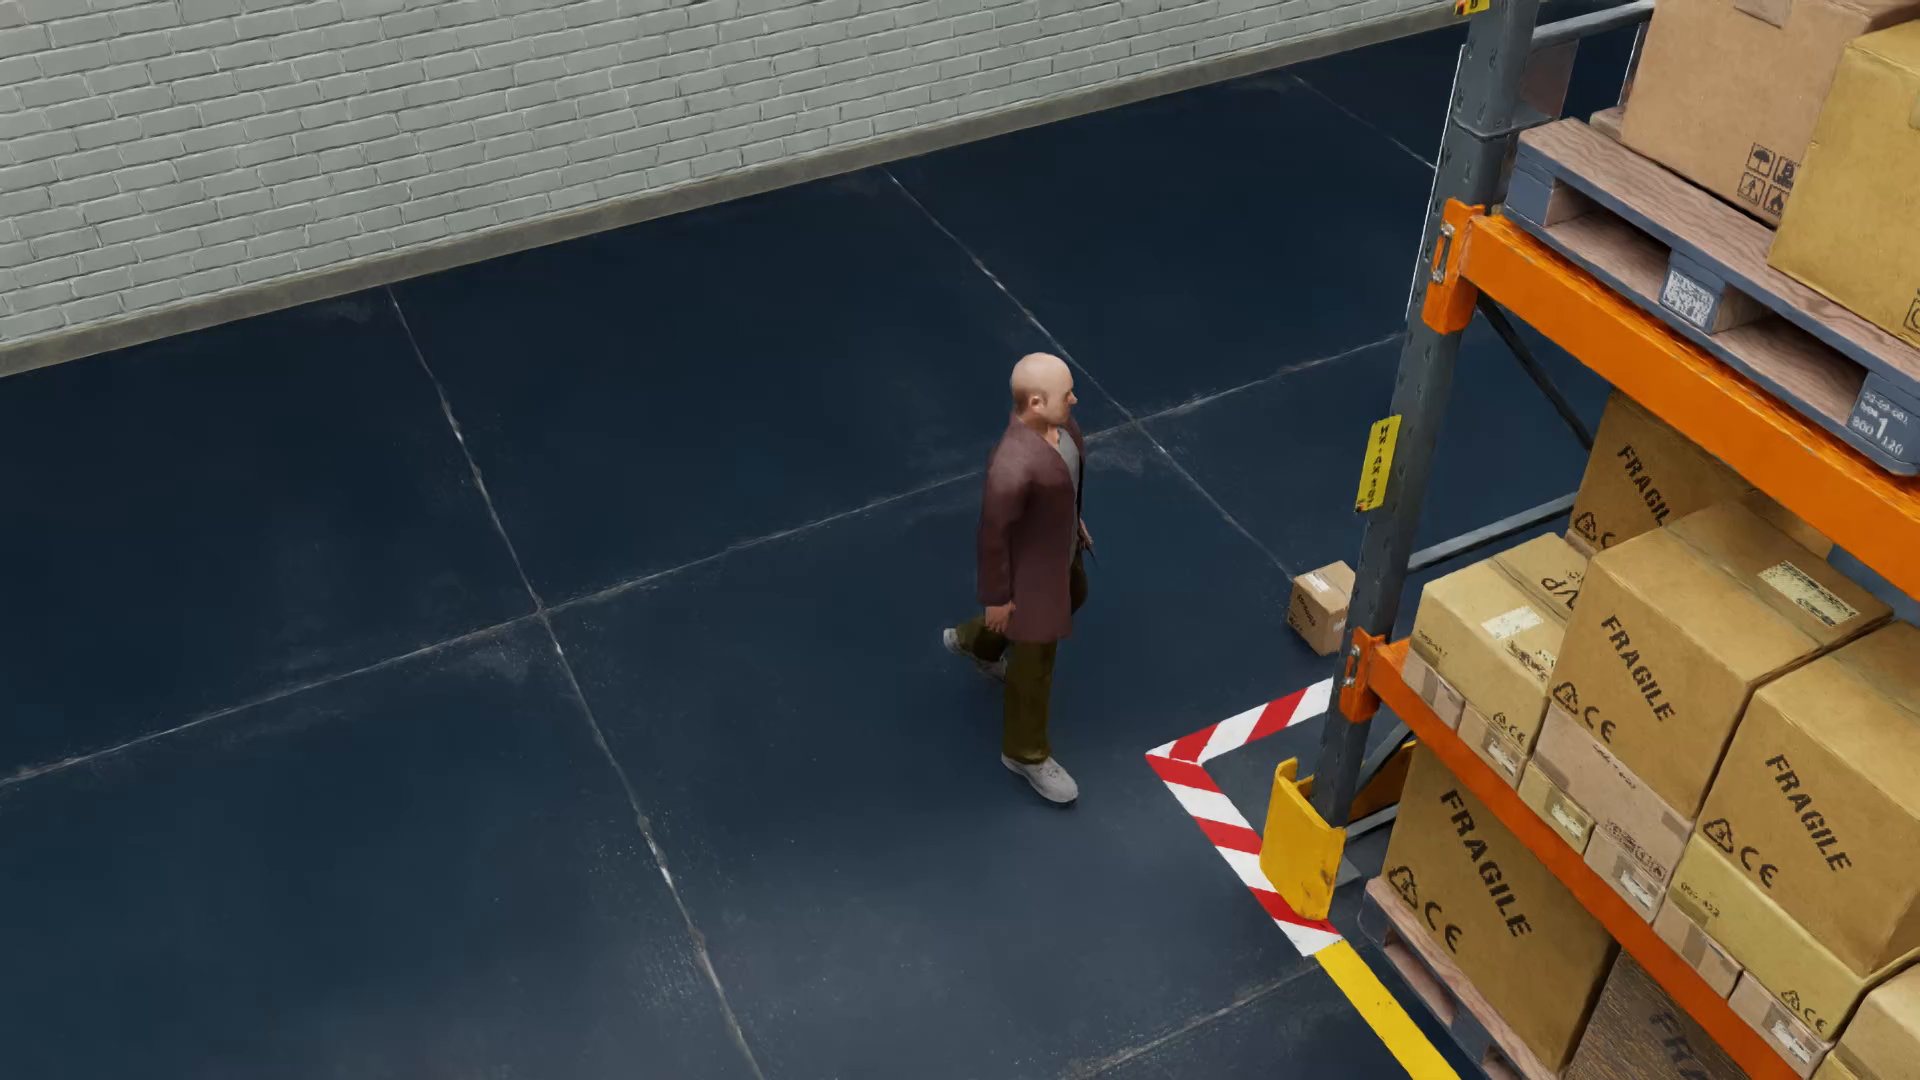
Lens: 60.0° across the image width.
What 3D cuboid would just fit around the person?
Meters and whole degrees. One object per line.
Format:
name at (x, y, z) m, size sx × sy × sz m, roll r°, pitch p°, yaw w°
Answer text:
person at (0.219, 0.067, 6.062) m, size 0.679 × 1.771 × 0.700 m, roll 12°, pitch 42°, yaw 13°
